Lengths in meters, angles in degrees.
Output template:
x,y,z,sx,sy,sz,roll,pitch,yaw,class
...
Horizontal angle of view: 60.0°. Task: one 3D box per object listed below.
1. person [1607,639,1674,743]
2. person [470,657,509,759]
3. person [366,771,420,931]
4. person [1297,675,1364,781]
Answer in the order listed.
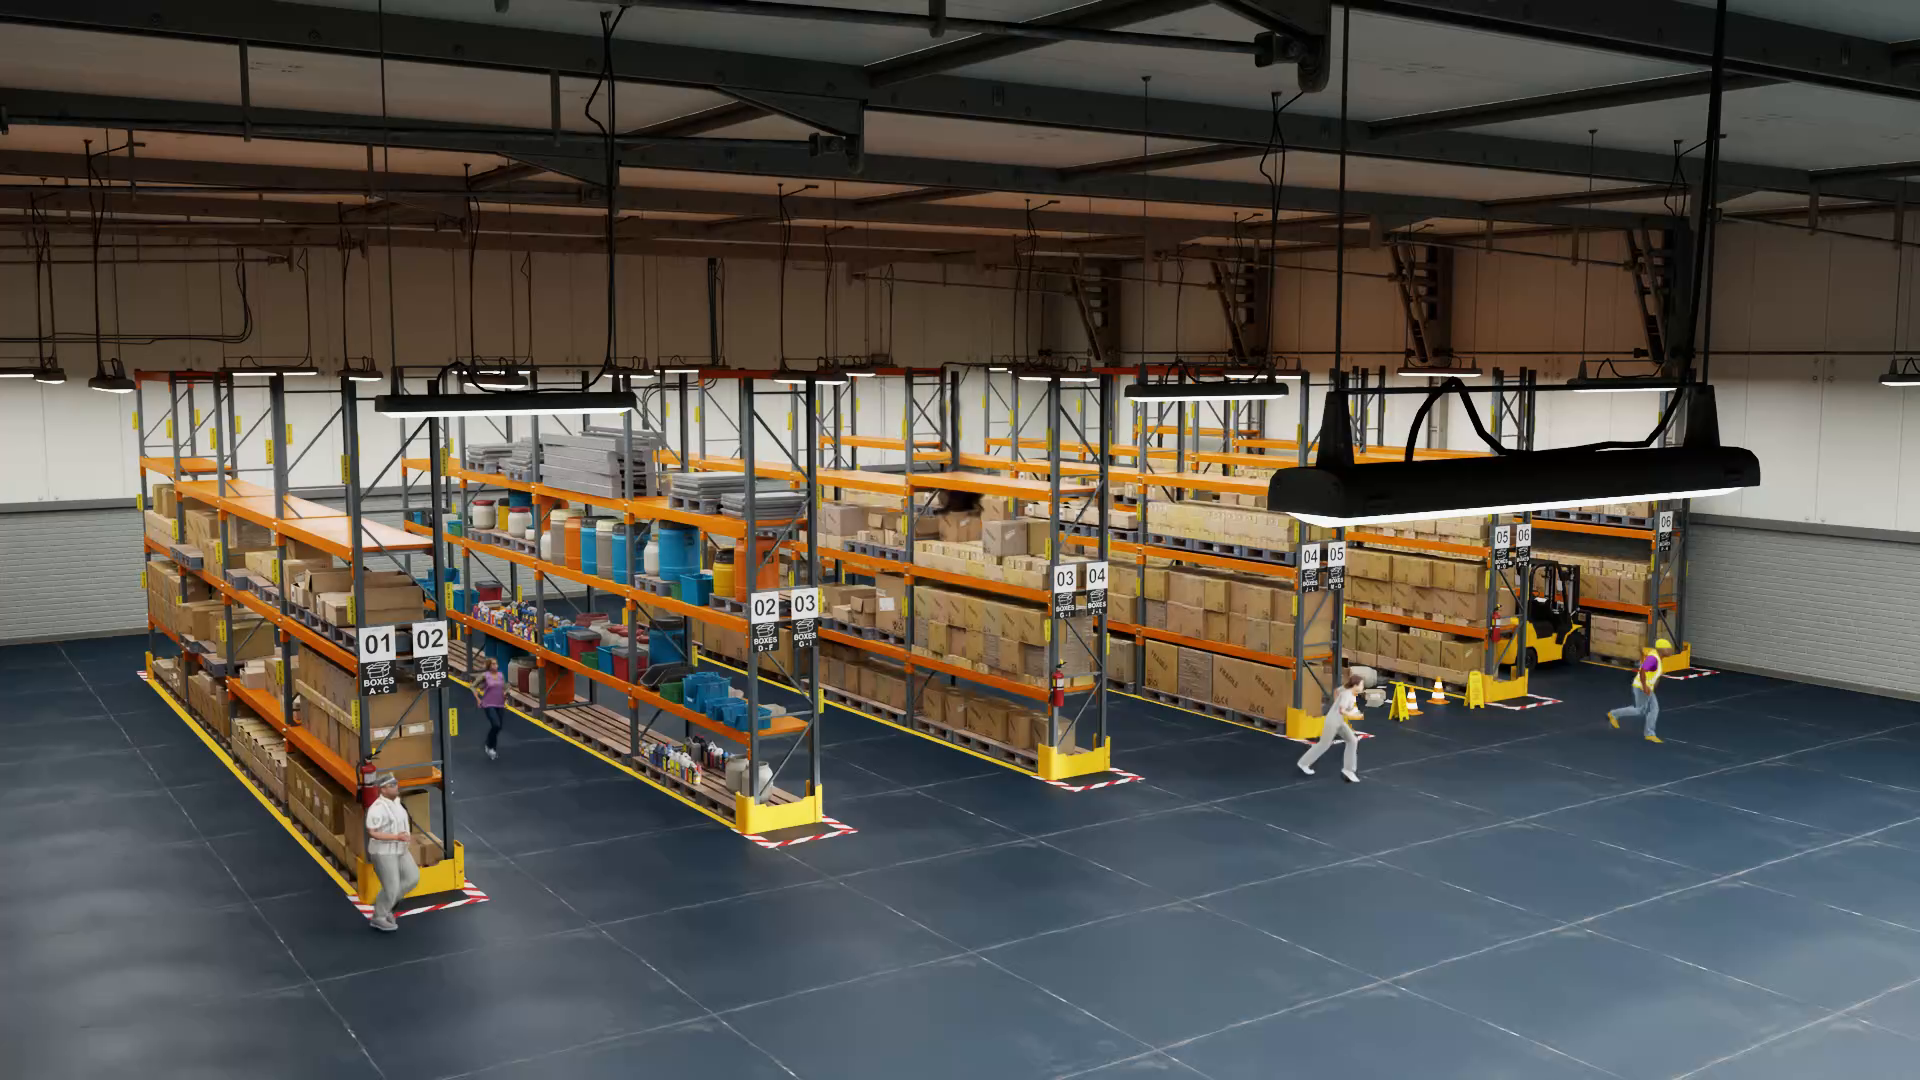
x,y,z,sx,sy,sz,roll,pitch,yaw,class
11.137,2.443,27.234,0.970,1.708,0.706,3,7,24,person
-7.271,2.614,25.911,0.662,1.592,0.506,6,9,42,person
-6.198,3.405,18.254,0.572,1.776,0.665,1,7,9,person
5.504,2.797,24.723,0.953,1.599,0.606,2,7,17,person
